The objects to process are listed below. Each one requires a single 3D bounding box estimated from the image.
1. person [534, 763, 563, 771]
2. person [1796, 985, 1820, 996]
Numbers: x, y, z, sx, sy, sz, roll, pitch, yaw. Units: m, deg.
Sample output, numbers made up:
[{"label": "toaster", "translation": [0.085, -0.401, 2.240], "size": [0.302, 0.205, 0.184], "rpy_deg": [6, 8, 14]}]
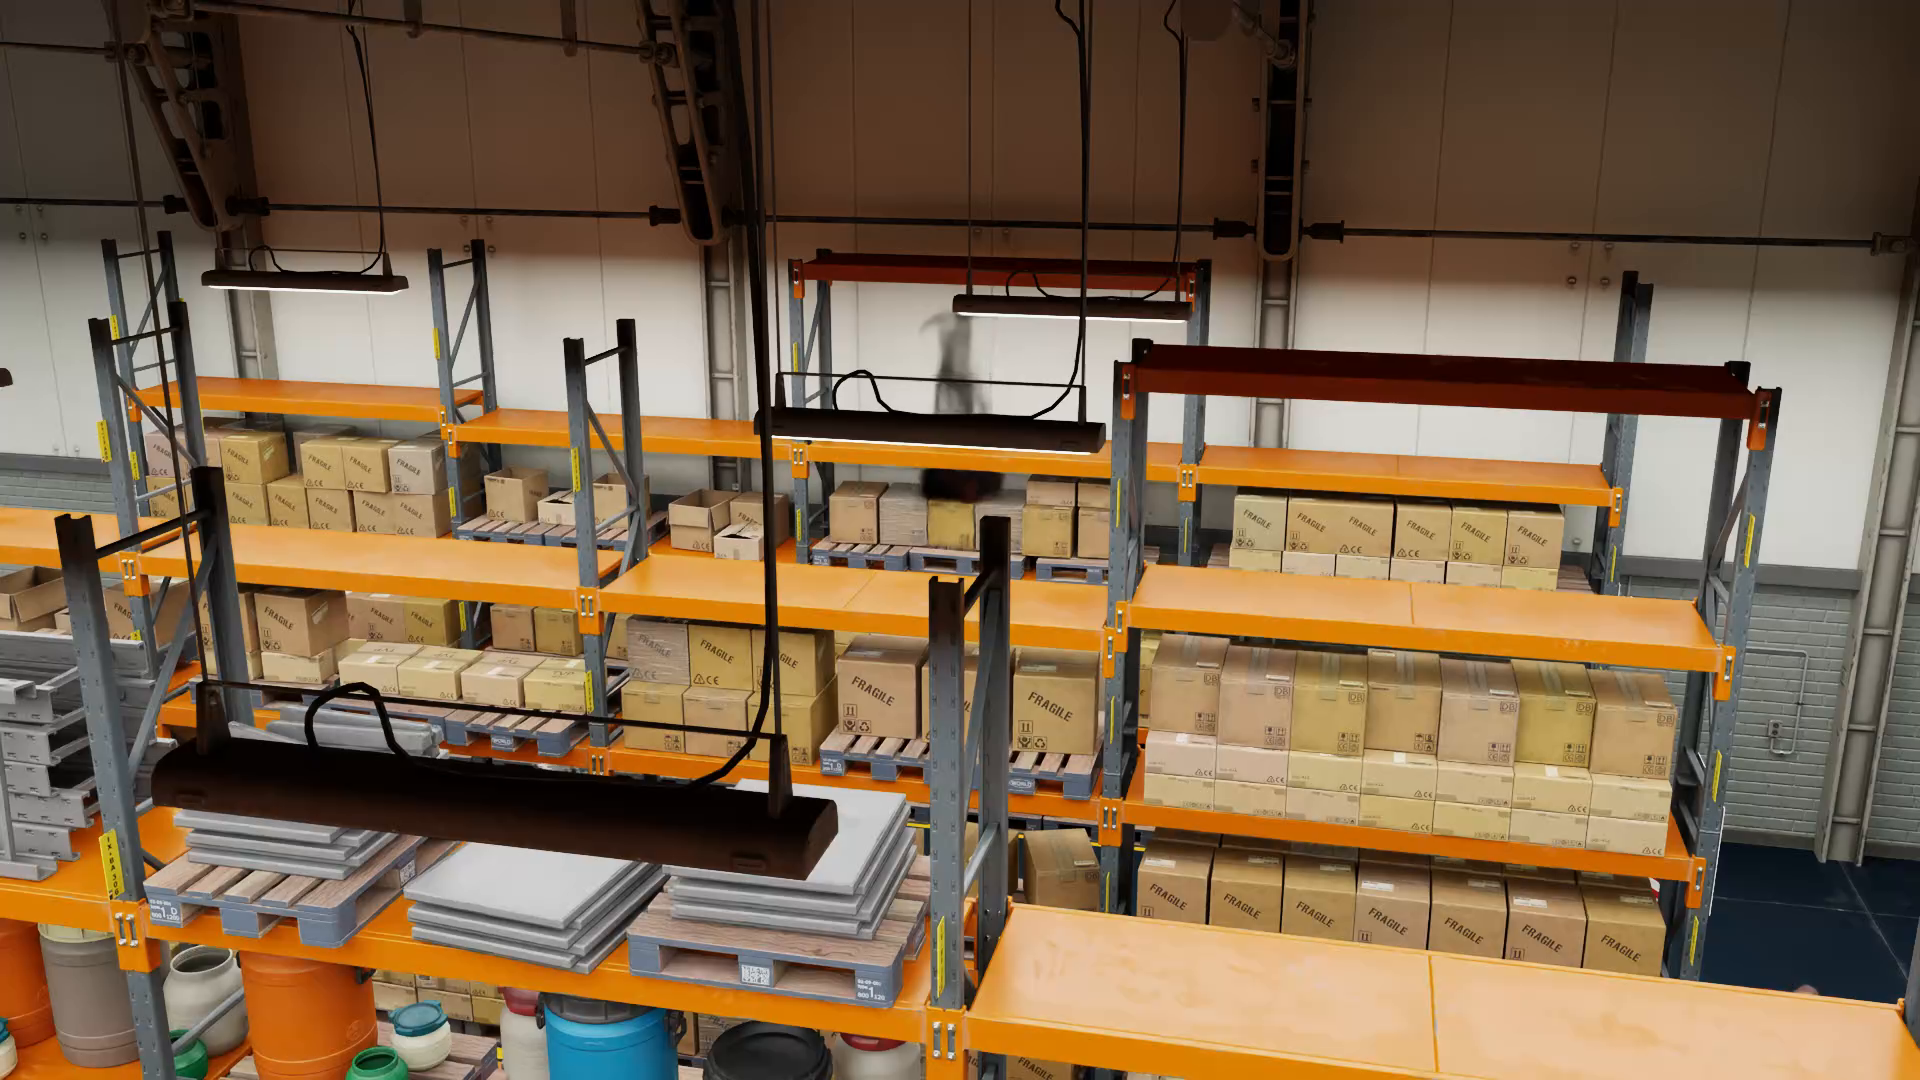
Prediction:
[{"label": "person", "translation": [-4.004, 2.684, 16.521], "size": [0.656, 1.554, 0.574], "rpy_deg": [2, 16, 7]}, {"label": "person", "translation": [6.007, 3.934, 11.877], "size": [0.691, 1.743, 0.877], "rpy_deg": [7, 18, 23]}]
